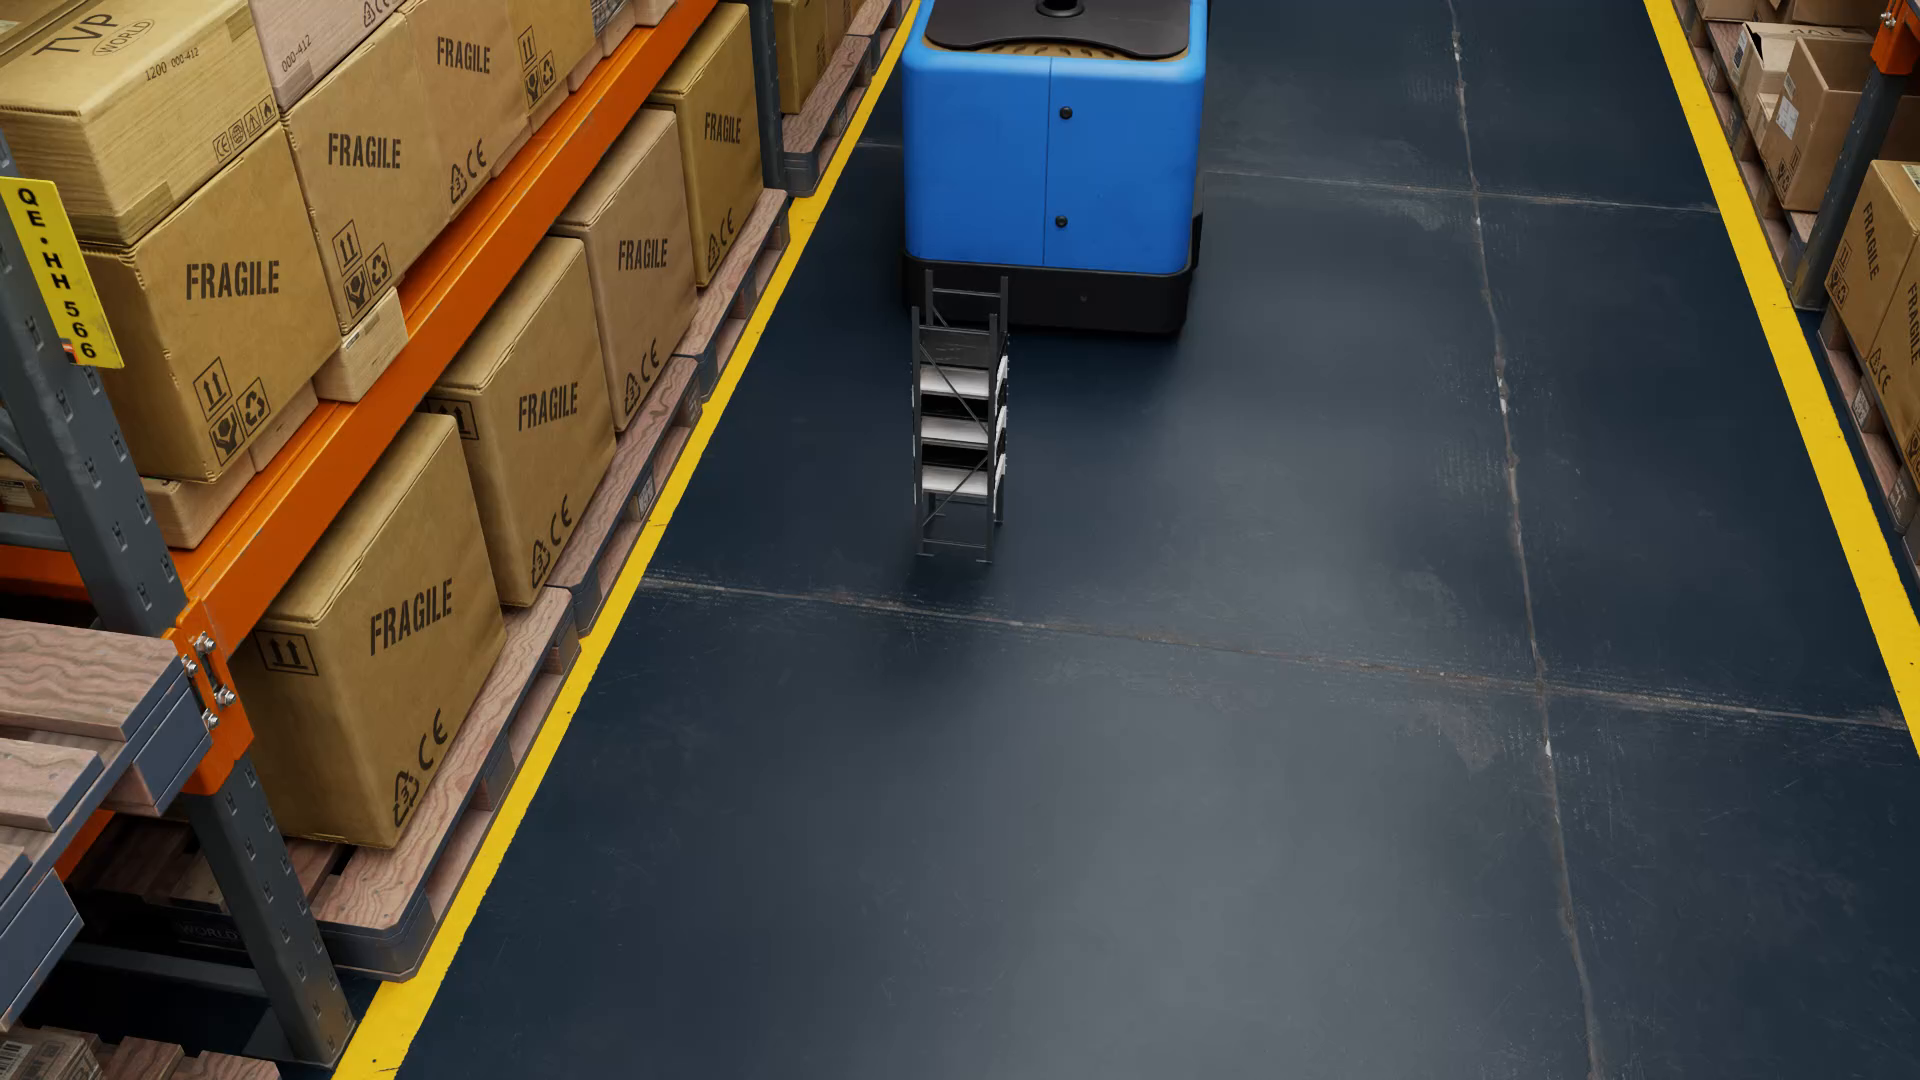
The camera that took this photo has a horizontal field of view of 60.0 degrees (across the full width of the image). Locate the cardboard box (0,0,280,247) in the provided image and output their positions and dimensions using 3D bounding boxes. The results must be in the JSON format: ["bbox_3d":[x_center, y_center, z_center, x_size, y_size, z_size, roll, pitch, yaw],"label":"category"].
[{"bbox_3d":[-1.571,-0.765,2.905,0.500,0.250,0.500,7,40,9],"label":"cardboard box"}]

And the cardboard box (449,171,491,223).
[{"bbox_3d":[-1.428,-0.943,4.218,0.380,0.149,0.250,7,40,8],"label":"cardboard box"}]

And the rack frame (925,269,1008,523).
[{"bbox_3d":[0.019,-0.416,5.047,0.240,0.900,0.006,6,40,8],"label":"rack frame"}]

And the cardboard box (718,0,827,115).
[{"bbox_3d":[-0.986,-2.207,7.198,0.700,0.500,0.500,7,40,8],"label":"cardboard box"}]

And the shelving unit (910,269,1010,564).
[{"bbox_3d":[0.001,-0.352,4.969,0.258,0.900,0.210,6,40,8],"label":"shelving unit"}]

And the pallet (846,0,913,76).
[{"bbox_3d":[-0.799,-2.713,8.365,1.003,0.211,1.213,6,40,8],"label":"pallet"}]

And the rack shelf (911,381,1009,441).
[{"bbox_3d":[0.001,-0.396,4.933,0.258,0.077,0.200,6,40,8],"label":"rack shelf"}]

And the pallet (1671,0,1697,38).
[{"bbox_3d":[4.205,-2.894,8.585,1.003,0.211,1.213,6,40,8],"label":"pallet"}]

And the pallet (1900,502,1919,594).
[{"bbox_3d":[3.351,0.350,4.661,1.003,0.211,1.213,6,40,8],"label":"pallet"}]

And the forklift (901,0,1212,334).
[{"bbox_3d":[0.481,-2.814,6.353,1.130,2.935,3.031,4,40,5],"label":"forklift"}]

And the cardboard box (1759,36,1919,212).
[{"bbox_3d":[3.482,-1.602,6.450,0.500,0.500,0.500,6,40,8],"label":"cardboard box"}]

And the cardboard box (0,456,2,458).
[{"bbox_3d":[-2.104,-0.184,3.300,0.380,0.149,0.250,7,40,8],"label":"cardboard box"}]

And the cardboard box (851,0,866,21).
[{"bbox_3d":[-0.805,-2.844,7.968,0.700,0.500,0.500,7,40,9],"label":"cardboard box"}]

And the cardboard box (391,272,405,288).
[{"bbox_3d":[-1.520,-0.619,3.826,0.380,0.149,0.250,6,40,7],"label":"cardboard box"}]

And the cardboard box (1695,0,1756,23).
[{"bbox_3d":[3.809,-2.690,7.962,0.500,0.250,0.500,6,40,8],"label":"cardboard box"}]

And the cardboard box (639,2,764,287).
[{"bbox_3d":[-1.201,-1.462,6.022,0.750,0.750,0.750,7,40,8],"label":"cardboard box"}]

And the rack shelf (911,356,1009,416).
[{"bbox_3d":[0.001,-0.465,4.876,0.258,0.077,0.200,6,40,8],"label":"rack shelf"}]

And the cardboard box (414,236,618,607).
[{"bbox_3d":[-1.494,-0.370,4.701,0.750,0.750,0.750,6,40,7],"label":"cardboard box"}]

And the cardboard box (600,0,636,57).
[{"bbox_3d":[-1.201,-1.582,4.990,0.380,0.149,0.250,6,40,8],"label":"cardboard box"}]

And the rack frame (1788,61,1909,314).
[{"bbox_3d":[3.663,-2.007,5.324,1.000,3.000,0.127,6,40,8],"label":"rack frame"}]

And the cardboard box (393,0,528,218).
[{"bbox_3d":[-1.386,-1.117,3.919,0.500,0.500,0.500,6,40,7],"label":"cardboard box"}]

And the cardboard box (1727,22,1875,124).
[{"bbox_3d":[3.612,-2.000,7.080,0.500,0.311,0.500,6,40,8],"label":"cardboard box"}]

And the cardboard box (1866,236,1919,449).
[{"bbox_3d":[3.258,-0.601,5.239,0.500,0.500,0.500,7,40,8],"label":"cardboard box"}]

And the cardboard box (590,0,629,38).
[{"bbox_3d":[-1.222,-1.759,4.696,0.500,0.500,0.500,6,40,8],"label":"cardboard box"}]

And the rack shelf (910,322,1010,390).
[{"bbox_3d":[0.001,-0.534,4.819,0.258,0.077,0.200,6,40,8],"label":"rack shelf"}]

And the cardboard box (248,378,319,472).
[{"bbox_3d":[-1.571,-0.290,3.428,0.380,0.149,0.250,7,40,8],"label":"cardboard box"}]

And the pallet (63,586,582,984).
[{"bbox_3d":[-1.698,0.548,4.422,1.003,0.211,1.213,6,40,8],"label":"pallet"}]

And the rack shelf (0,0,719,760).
[{"bbox_3d":[-1.562,-1.019,4.692,1.077,0.370,4.000,6,40,8],"label":"rack shelf"}]

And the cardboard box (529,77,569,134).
[{"bbox_3d":[-1.316,-1.261,4.602,0.380,0.149,0.250,8,40,9],"label":"cardboard box"}]

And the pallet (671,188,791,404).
[{"bbox_3d":[-1.276,-0.984,6.274,1.003,0.211,1.213,6,40,8],"label":"pallet"}]

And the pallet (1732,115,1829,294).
[{"bbox_3d":[3.783,-1.363,6.733,1.003,0.211,1.213,6,40,8],"label":"pallet"}]

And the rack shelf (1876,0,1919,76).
[{"bbox_3d":[3.317,-0.475,4.035,1.077,0.370,4.000,6,40,8],"label":"rack shelf"}]

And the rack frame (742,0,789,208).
[{"bbox_3d":[-1.216,-2.551,5.981,1.000,3.000,0.127,6,40,8],"label":"rack frame"}]

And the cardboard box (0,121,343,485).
[{"bbox_3d":[-1.572,-0.478,3.147,0.500,0.500,0.500,8,40,9],"label":"cardboard box"}]
